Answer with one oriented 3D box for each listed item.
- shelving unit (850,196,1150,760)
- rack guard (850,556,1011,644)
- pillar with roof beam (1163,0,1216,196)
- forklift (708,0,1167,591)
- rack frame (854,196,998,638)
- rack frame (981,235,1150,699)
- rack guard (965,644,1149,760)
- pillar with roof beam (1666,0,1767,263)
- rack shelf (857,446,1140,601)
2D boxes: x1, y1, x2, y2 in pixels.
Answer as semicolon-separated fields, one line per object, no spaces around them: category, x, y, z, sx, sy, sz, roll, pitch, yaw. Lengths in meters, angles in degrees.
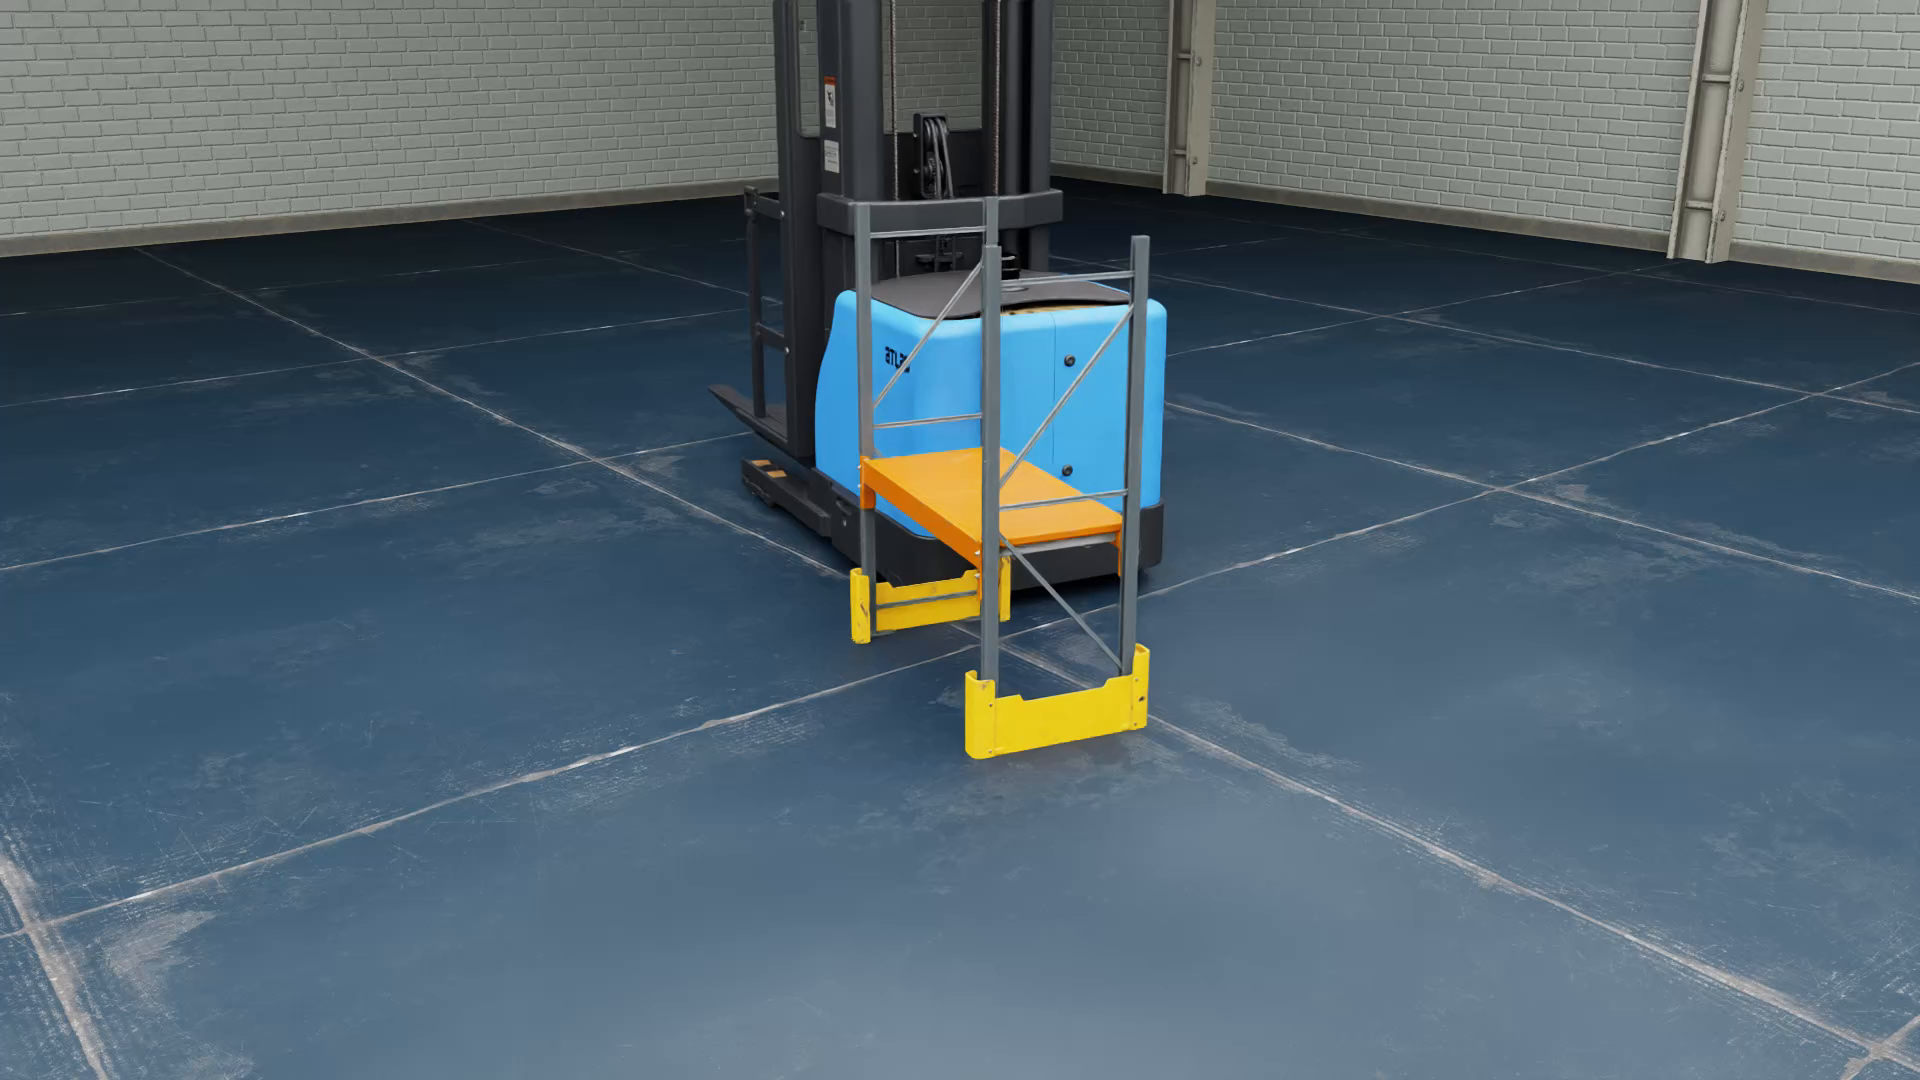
shelving unit;0.098;-0.254;5.243;0.587;1.500;1.083;-8;20;-22
rack guard;-0.099;0.196;5.874;0.587;0.250;0.087;-8;20;-22
pillar with roof beam;-0.877;-7.282;14.537;9.100;9.000;0.400;-14;23;-36
forklift;-0.325;-1.587;6.993;1.130;2.935;3.031;-9;20;-25
rack frame;-0.107;-0.403;5.694;0.500;1.500;0.032;-8;20;-22
rack frame;0.296;-0.110;4.808;0.500;1.500;0.032;-8;20;-22
rack guard;0.296;0.483;5.006;0.587;0.250;0.087;-8;20;-22
pillar with roof beam;2.848;-5.803;10.072;9.100;9.000;0.400;-14;23;-36
rack shelf;0.095;-0.086;5.308;0.538;0.185;1.000;-8;20;-22
